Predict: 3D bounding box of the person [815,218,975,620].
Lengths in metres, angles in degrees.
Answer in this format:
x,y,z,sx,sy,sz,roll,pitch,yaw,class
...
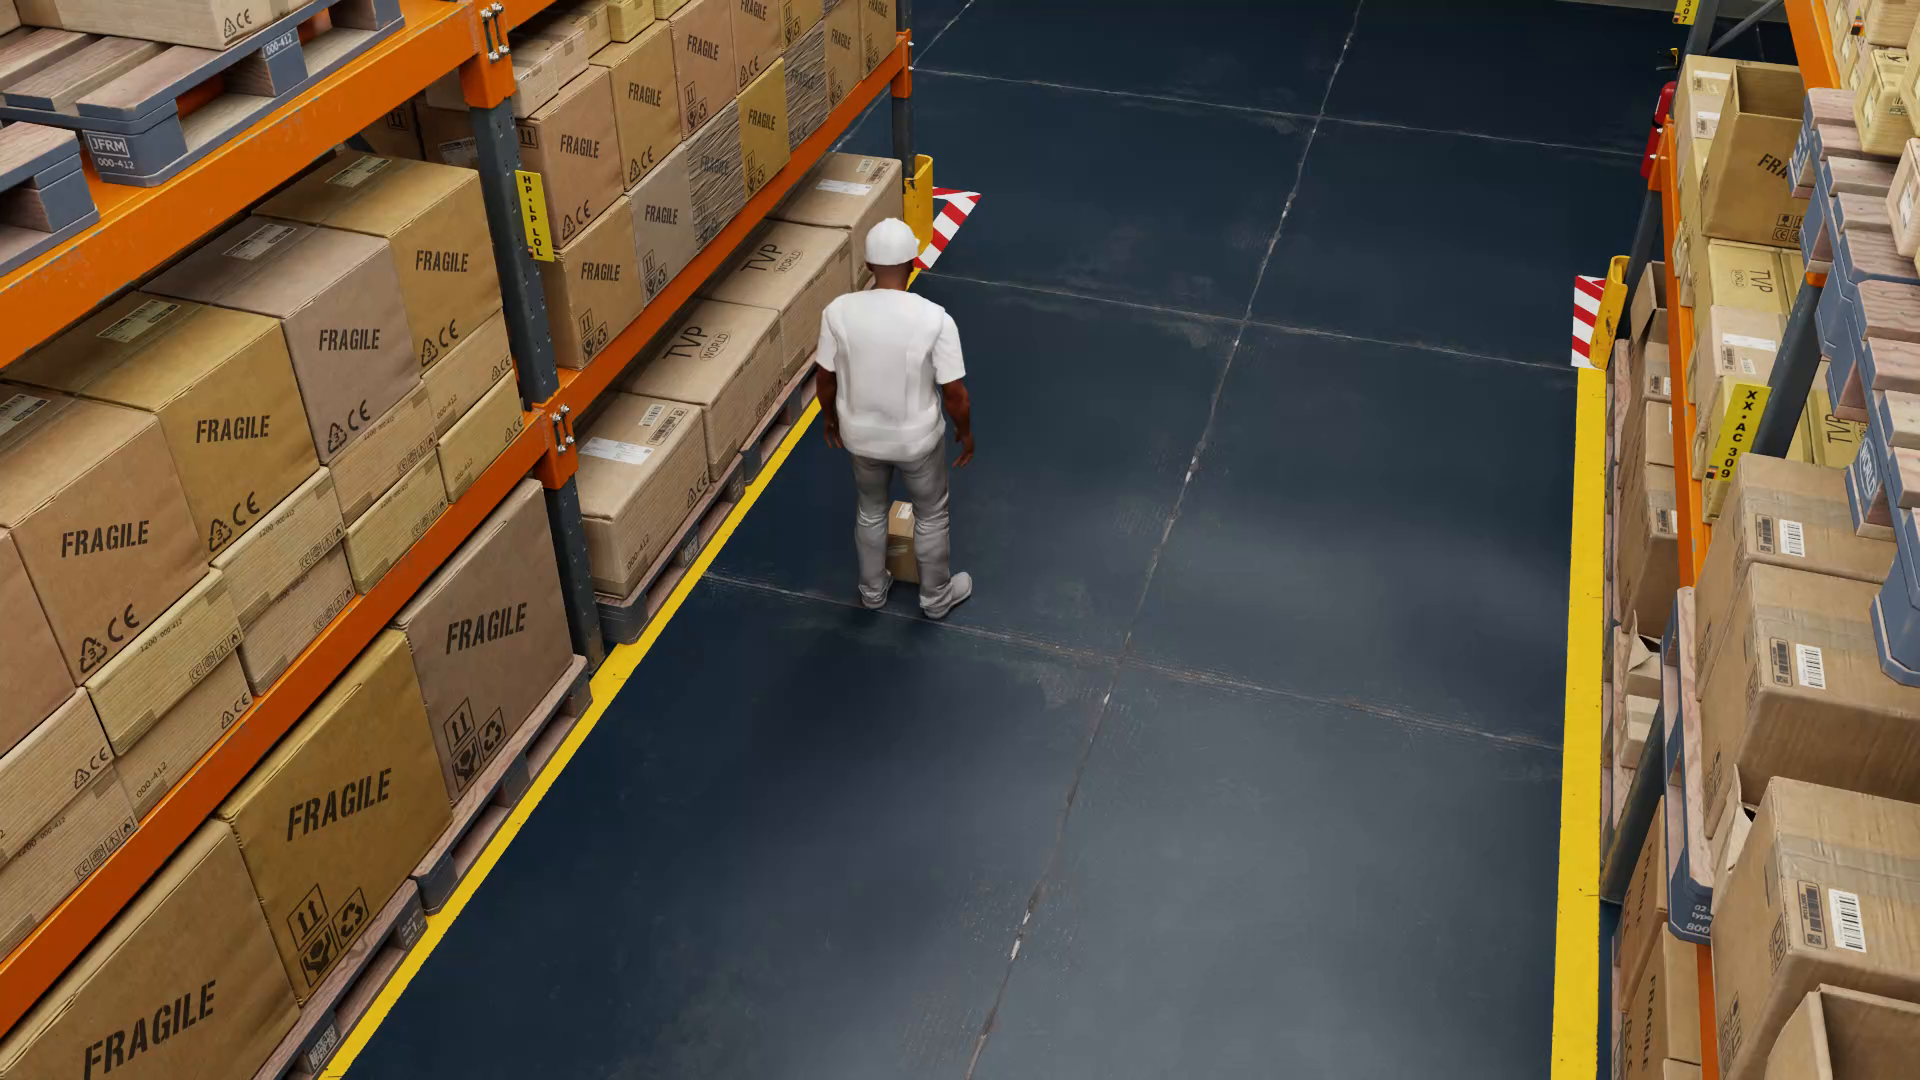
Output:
x,y,z,sx,sy,sz,roll,pitch,yaw,class
-0.258,-0.460,6.748,0.637,1.761,0.456,9,38,12,person
